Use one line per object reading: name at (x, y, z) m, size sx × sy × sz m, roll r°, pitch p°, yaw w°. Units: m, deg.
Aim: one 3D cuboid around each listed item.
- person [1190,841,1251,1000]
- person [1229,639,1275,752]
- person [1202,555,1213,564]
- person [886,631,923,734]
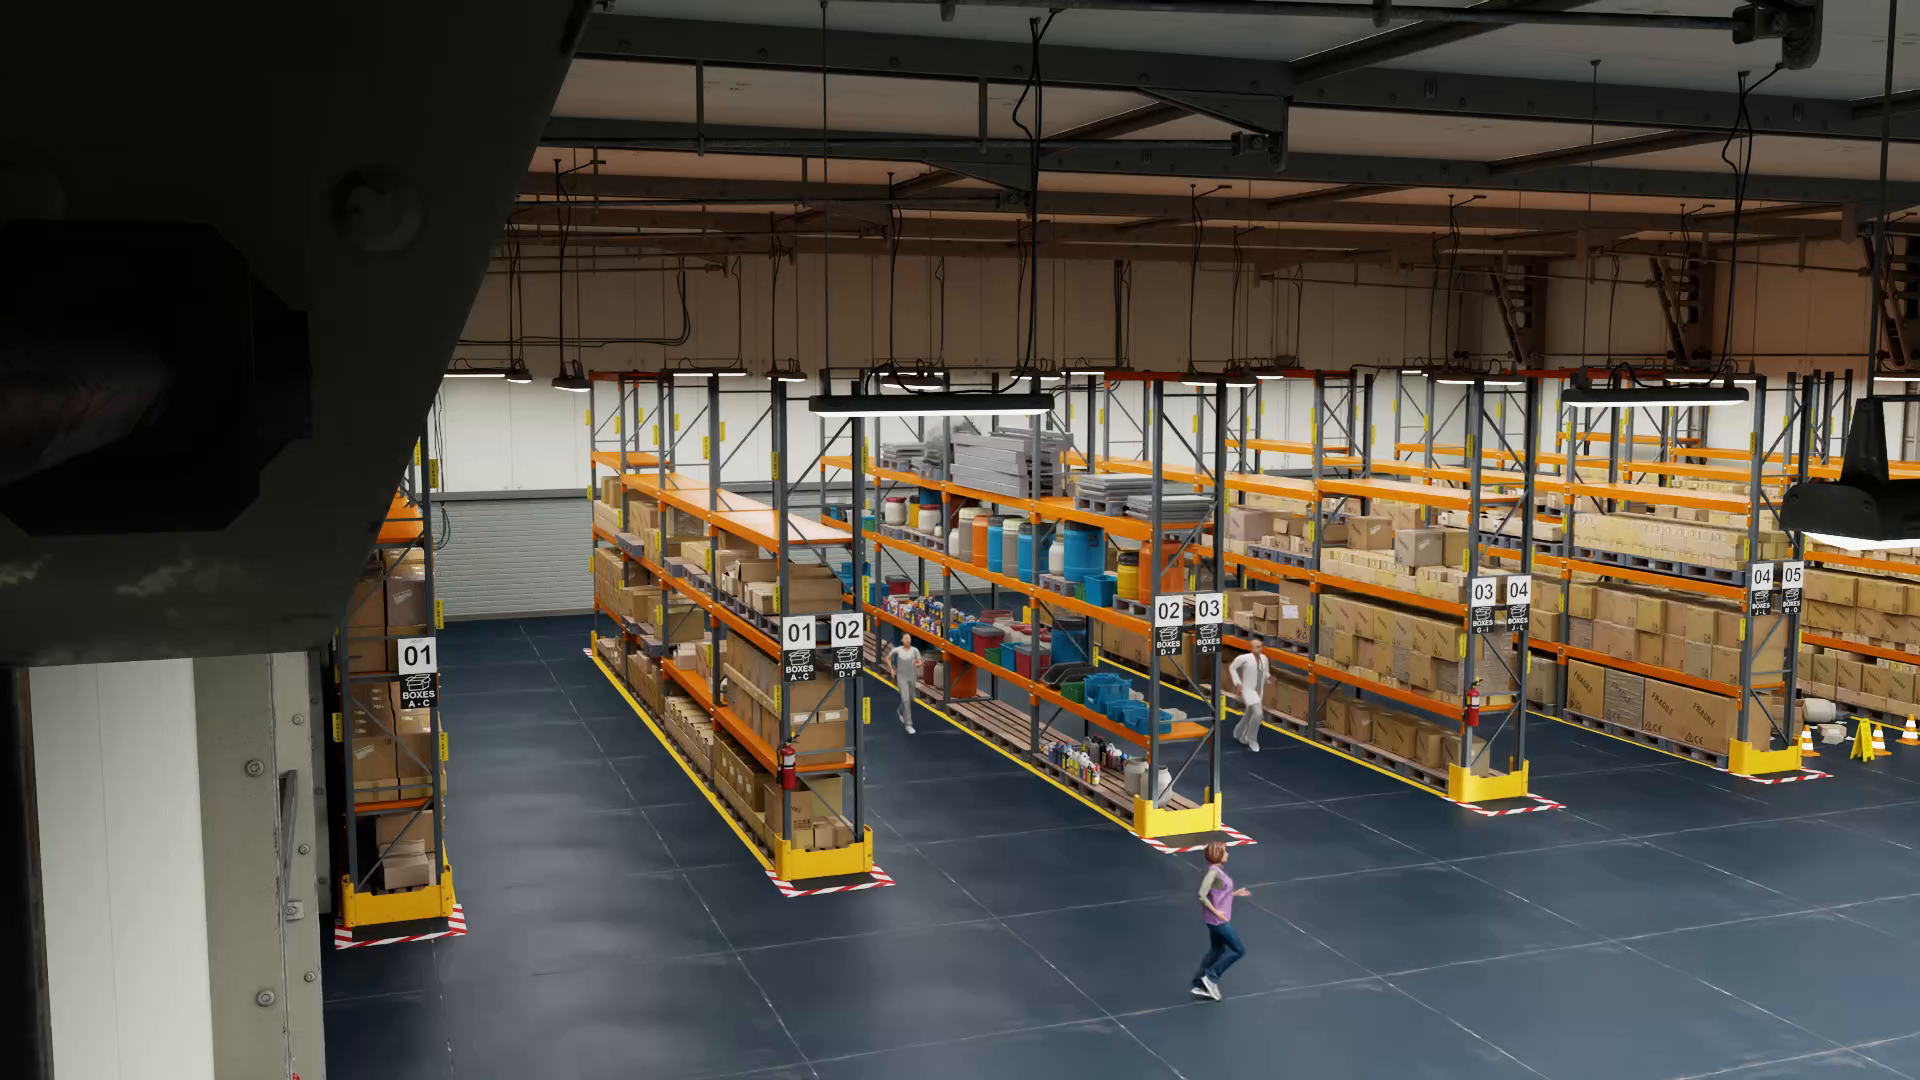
person at (2.565, 3.726, 16.293) m, size 0.592 × 1.569 × 0.522 m, roll 0°, pitch 6°, yaw 3°
person at (4.701, 2.488, 26.742) m, size 0.613 × 1.814 × 0.909 m, roll -5°, pitch 8°, yaw -35°
person at (6.059, 0.892, 41.207) m, size 0.599 × 1.686 × 0.678 m, roll -3°, pitch 7°, yaw -25°
person at (-0.913, 2.358, 28.001) m, size 0.564 × 1.649 × 0.969 m, roll -3°, pitch 7°, yaw -23°
